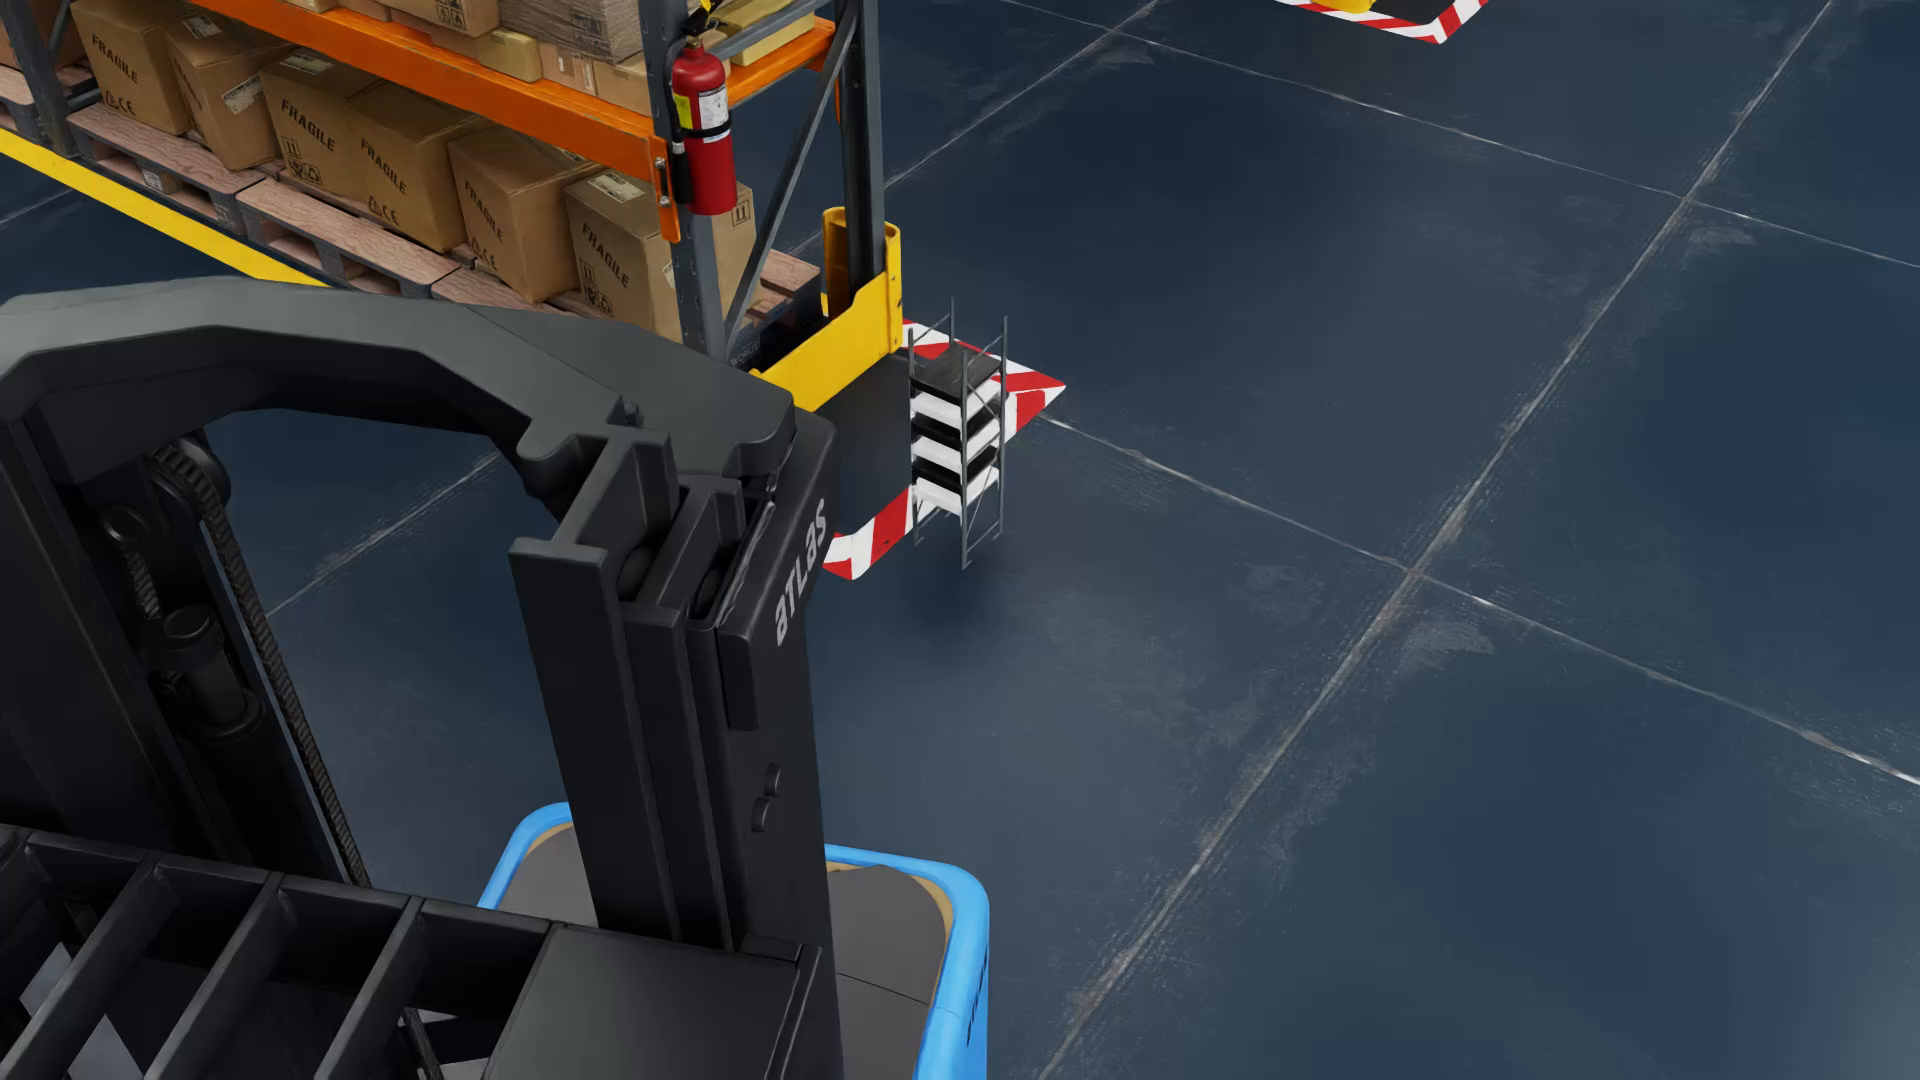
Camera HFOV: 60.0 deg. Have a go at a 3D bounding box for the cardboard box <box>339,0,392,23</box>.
[{"bbox_3d":[-2.000,-2.013,5.938,0.250,0.149,0.380,25,48,25],"label":"cardboard box"}]

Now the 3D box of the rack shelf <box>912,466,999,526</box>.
[{"bbox_3d":[-0.007,-0.179,5.596,0.200,0.077,0.258,25,48,25],"label":"rack shelf"}]

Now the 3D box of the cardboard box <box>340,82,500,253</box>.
[{"bbox_3d":[-2.128,-1.574,6.819,0.500,0.500,0.500,30,50,29],"label":"cardboard box"}]

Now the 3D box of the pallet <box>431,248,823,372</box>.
[{"bbox_3d":[-1.322,-0.960,6.665,1.213,0.211,1.003,25,48,25],"label":"pallet"}]

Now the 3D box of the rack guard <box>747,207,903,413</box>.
[{"bbox_3d":[-0.677,-0.738,6.199,0.348,0.500,1.175,25,48,25],"label":"rack guard"}]

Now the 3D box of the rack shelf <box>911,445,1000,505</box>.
[{"bbox_3d":[-0.007,-0.247,5.536,0.200,0.077,0.258,25,48,25],"label":"rack shelf"}]

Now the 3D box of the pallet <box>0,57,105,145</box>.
[{"bbox_3d":[-4.528,-2.430,8.307,1.213,0.211,1.003,25,48,25],"label":"pallet"}]

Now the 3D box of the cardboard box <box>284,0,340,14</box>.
[{"bbox_3d":[-2.255,-2.060,5.991,0.250,0.149,0.380,25,48,25],"label":"cardboard box"}]

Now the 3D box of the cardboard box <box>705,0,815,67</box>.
[{"bbox_3d":[-0.712,-1.786,5.685,0.250,0.149,0.380,25,48,25],"label":"cardboard box"}]

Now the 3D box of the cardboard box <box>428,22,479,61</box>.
[{"bbox_3d":[-1.601,-1.811,5.713,0.250,0.149,0.380,25,48,25],"label":"cardboard box"}]

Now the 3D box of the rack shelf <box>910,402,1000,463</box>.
[{"bbox_3d":[-0.007,-0.381,5.416,0.200,0.077,0.258,25,48,25],"label":"rack shelf"}]

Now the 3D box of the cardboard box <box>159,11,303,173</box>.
[{"bbox_3d":[-3.112,-2.006,7.303,0.500,0.500,0.500,-26,48,-26],"label":"cardboard box"}]

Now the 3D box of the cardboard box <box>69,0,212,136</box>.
[{"bbox_3d":[-3.586,-2.222,7.543,0.500,0.500,0.500,24,47,24],"label":"cardboard box"}]

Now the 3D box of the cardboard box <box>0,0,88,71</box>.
[{"bbox_3d":[-4.380,-2.651,8.008,0.500,0.500,0.700,22,46,22],"label":"cardboard box"}]

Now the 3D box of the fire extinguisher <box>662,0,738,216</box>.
[{"bbox_3d":[-0.786,-1.316,5.029,0.183,0.674,0.296,25,48,25],"label":"fire extinguisher"}]

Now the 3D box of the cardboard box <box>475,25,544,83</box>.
[{"bbox_3d":[-1.406,-1.707,5.596,0.250,0.149,0.380,25,48,25],"label":"cardboard box"}]

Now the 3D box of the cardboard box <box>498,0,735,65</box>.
[{"bbox_3d":[-1.050,-2.014,5.453,0.500,0.500,0.875,25,48,25],"label":"cardboard box"}]

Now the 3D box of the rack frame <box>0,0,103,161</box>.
[{"bbox_3d":[-3.890,-3.172,7.045,0.127,3.000,1.000,25,48,25],"label":"rack frame"}]

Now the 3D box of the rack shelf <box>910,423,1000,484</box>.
[{"bbox_3d":[-0.007,-0.314,5.476,0.200,0.077,0.258,25,48,25],"label":"rack shelf"}]

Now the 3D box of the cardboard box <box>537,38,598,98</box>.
[{"bbox_3d":[-1.171,-1.639,5.521,0.250,0.149,0.380,25,48,25],"label":"cardboard box"}]

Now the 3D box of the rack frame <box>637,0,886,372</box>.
[{"bbox_3d":[-0.615,-1.640,5.333,0.127,3.000,1.000,25,48,25],"label":"rack frame"}]

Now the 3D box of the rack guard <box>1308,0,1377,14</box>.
[{"bbox_3d":[2.335,-3.369,9.140,0.348,0.500,1.175,25,48,25],"label":"rack guard"}]

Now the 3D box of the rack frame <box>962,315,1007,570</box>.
[{"bbox_3d":[0.077,-0.300,5.410,0.006,0.900,0.240,25,48,25],"label":"rack frame"}]

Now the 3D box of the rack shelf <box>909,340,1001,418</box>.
[{"bbox_3d":[-0.007,-0.515,5.296,0.200,0.077,0.258,25,48,25],"label":"rack shelf"}]

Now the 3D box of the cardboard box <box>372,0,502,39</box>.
[{"bbox_3d":[-1.528,-2.140,5.594,0.500,0.500,0.875,25,48,25],"label":"cardboard box"}]

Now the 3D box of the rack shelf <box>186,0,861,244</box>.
[{"bbox_3d":[-2.253,-2.138,6.429,4.000,0.370,1.077,25,48,25],"label":"rack shelf"}]

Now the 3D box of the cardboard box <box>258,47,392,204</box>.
[{"bbox_3d":[-2.559,-1.812,7.085,0.500,0.500,0.500,21,46,22],"label":"cardboard box"}]

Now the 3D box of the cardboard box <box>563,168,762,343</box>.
[{"bbox_3d":[-1.117,-1.113,6.304,0.500,0.500,0.500,-33,51,-31],"label":"cardboard box"}]

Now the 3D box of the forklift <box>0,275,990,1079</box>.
[{"bbox_3d":[-0.722,1.280,2.121,1.130,2.935,3.031,8,42,9],"label":"forklift"}]

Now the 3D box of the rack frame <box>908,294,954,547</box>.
[{"bbox_3d":[-0.090,-0.377,5.497,0.006,0.900,0.240,25,48,25],"label":"rack frame"}]

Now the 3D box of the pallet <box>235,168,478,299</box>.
[{"bbox_3d":[-2.317,-1.428,7.187,1.213,0.211,1.003,25,48,25],"label":"pallet"}]

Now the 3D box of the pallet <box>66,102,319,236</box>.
[{"bbox_3d":[-3.320,-1.895,7.709,1.213,0.211,1.003,25,48,25],"label":"pallet"}]

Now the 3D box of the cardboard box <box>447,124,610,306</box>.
[{"bbox_3d":[-1.626,-1.323,6.539,0.500,0.500,0.500,-29,49,-28],"label":"cardboard box"}]

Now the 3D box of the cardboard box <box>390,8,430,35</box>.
[{"bbox_3d":[-1.782,-1.929,5.845,0.250,0.149,0.380,25,48,25],"label":"cardboard box"}]

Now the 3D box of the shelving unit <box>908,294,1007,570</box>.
[{"bbox_3d":[-0.007,-0.338,5.453,0.210,0.900,0.258,25,48,25],"label":"shelving unit"}]

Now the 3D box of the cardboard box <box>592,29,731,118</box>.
[{"bbox_3d":[-0.967,-1.543,5.413,0.250,0.149,0.380,25,48,25],"label":"cardboard box"}]

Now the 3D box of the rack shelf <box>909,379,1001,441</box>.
[{"bbox_3d":[-0.007,-0.448,5.356,0.200,0.077,0.258,25,48,25],"label":"rack shelf"}]
